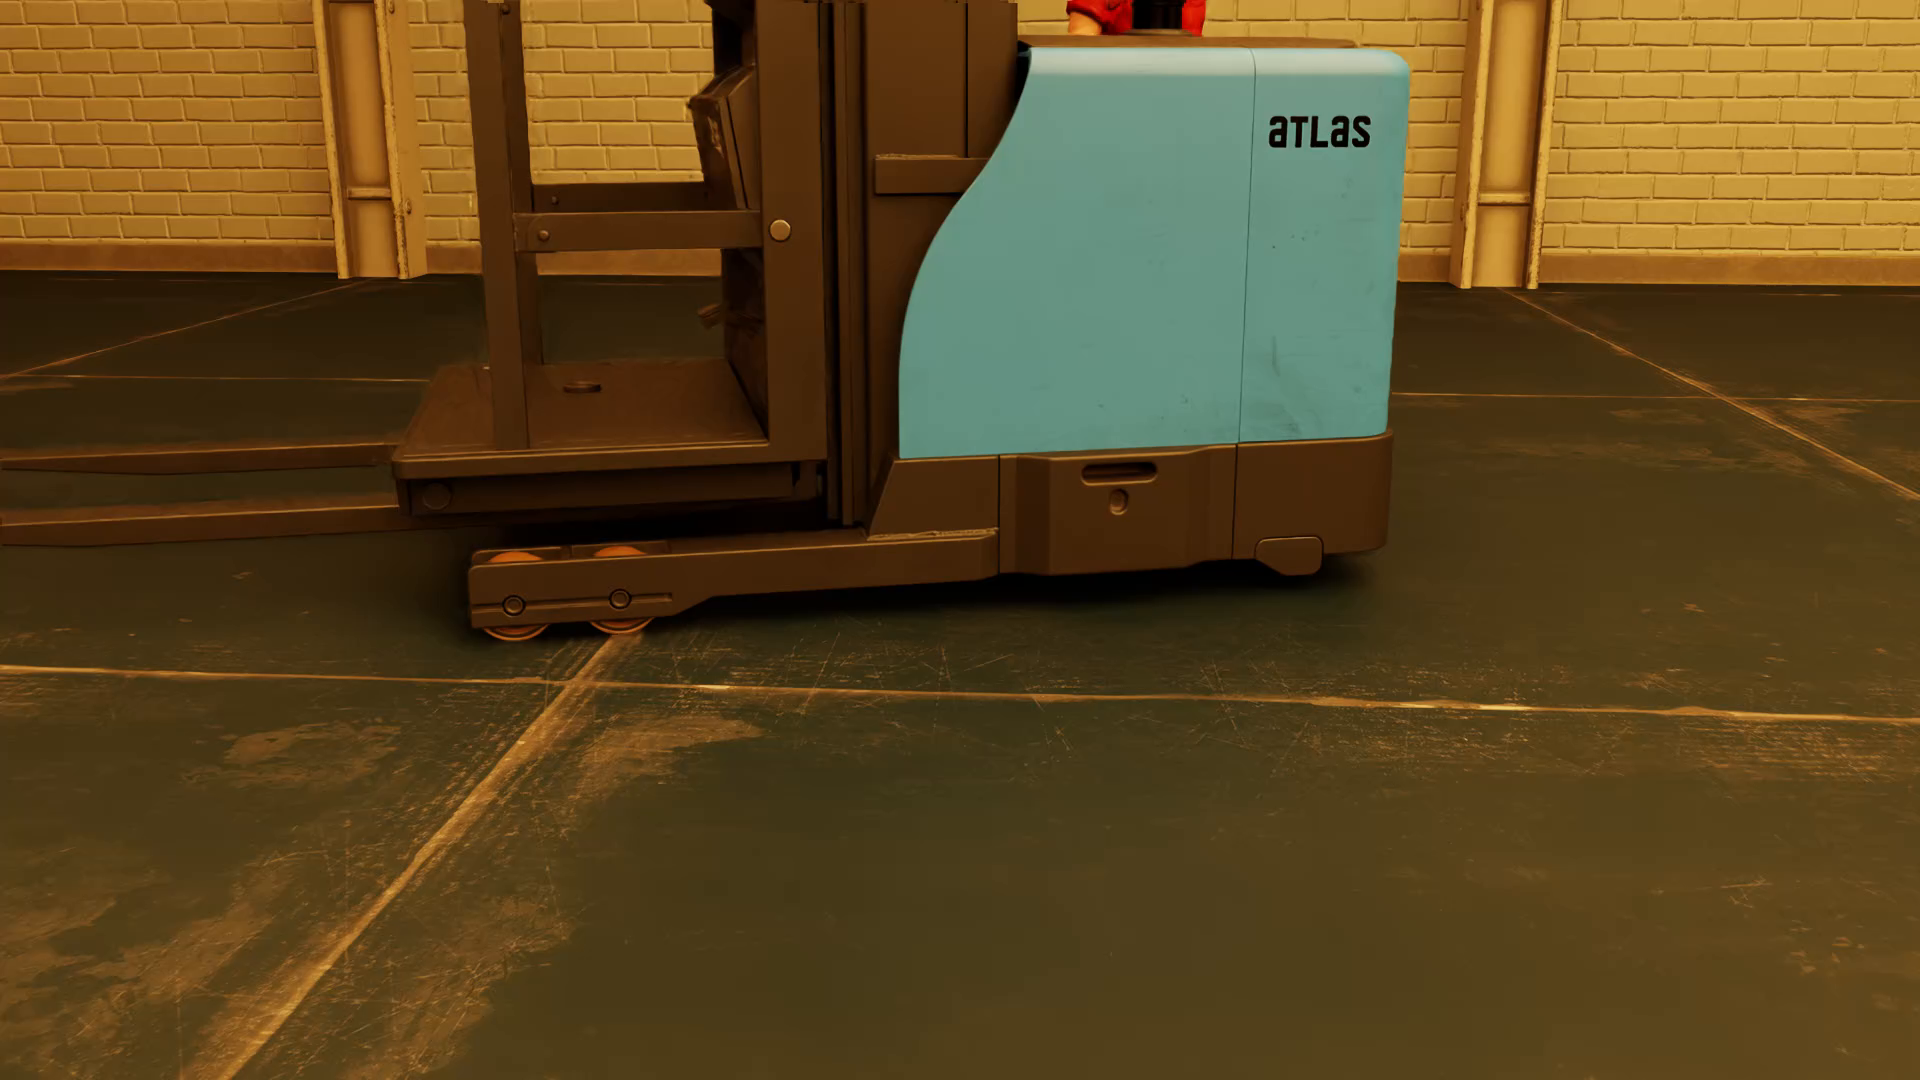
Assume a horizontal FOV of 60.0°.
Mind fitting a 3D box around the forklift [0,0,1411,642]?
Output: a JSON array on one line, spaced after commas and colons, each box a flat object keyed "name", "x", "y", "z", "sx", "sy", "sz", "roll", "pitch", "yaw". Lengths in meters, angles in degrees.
[{"name": "forklift", "x": -0.667, "y": -1.376, "z": 3.286, "sx": 3.031, "sy": 2.935, "sz": 1.130, "roll": -3, "pitch": 16, "yaw": -12}]

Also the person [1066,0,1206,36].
[{"name": "person", "x": 0.552, "y": -1.220, "z": 5.122, "sx": 0.416, "sy": 1.702, "sz": 0.876, "roll": 8, "pitch": 17, "yaw": 27}]
